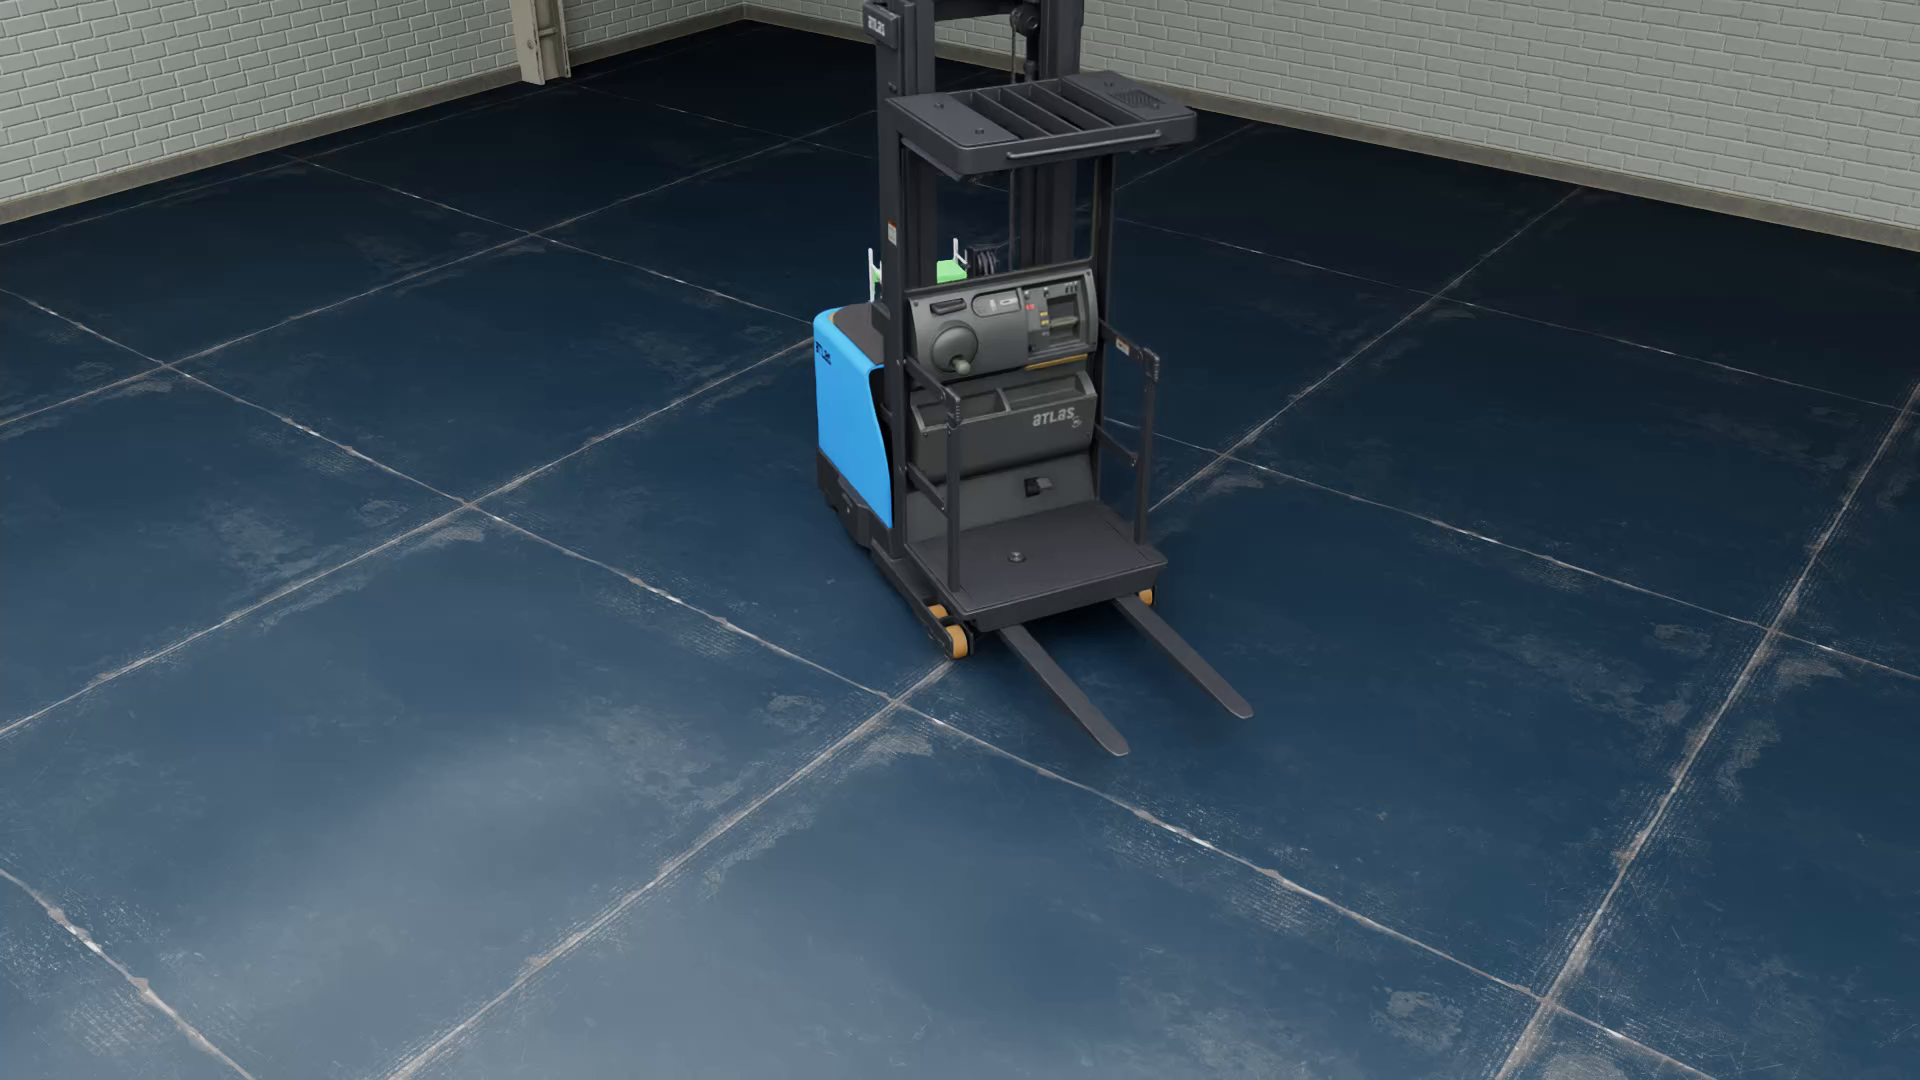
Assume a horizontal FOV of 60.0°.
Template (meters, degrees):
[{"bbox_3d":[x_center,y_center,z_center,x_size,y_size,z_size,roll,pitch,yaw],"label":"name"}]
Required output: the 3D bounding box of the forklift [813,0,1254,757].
[{"bbox_3d":[0.304,-0.952,7.482,1.130,2.935,3.031,-13,33,-21],"label":"forklift"}]

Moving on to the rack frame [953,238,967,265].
[{"bbox_3d":[0.016,-1.091,9.403,0.015,1.200,0.240,-10,30,-17],"label":"rack frame"}]

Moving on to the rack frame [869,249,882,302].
[{"bbox_3d":[-0.444,-1.008,9.263,0.015,1.200,0.240,-10,30,-17],"label":"rack frame"}]

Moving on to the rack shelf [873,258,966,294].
[{"bbox_3d":[-0.219,-1.415,9.135,0.480,0.148,0.258,-10,30,-17],"label":"rack shelf"}]

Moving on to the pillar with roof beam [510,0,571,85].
[{"bbox_3d":[-0.668,-7.121,11.940,9.100,9.000,0.400,21,37,31],"label":"pillar with roof beam"}]

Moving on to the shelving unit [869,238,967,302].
[{"bbox_3d":[-0.214,-1.049,9.333,0.503,1.200,0.258,-10,30,-17],"label":"shelving unit"}]
